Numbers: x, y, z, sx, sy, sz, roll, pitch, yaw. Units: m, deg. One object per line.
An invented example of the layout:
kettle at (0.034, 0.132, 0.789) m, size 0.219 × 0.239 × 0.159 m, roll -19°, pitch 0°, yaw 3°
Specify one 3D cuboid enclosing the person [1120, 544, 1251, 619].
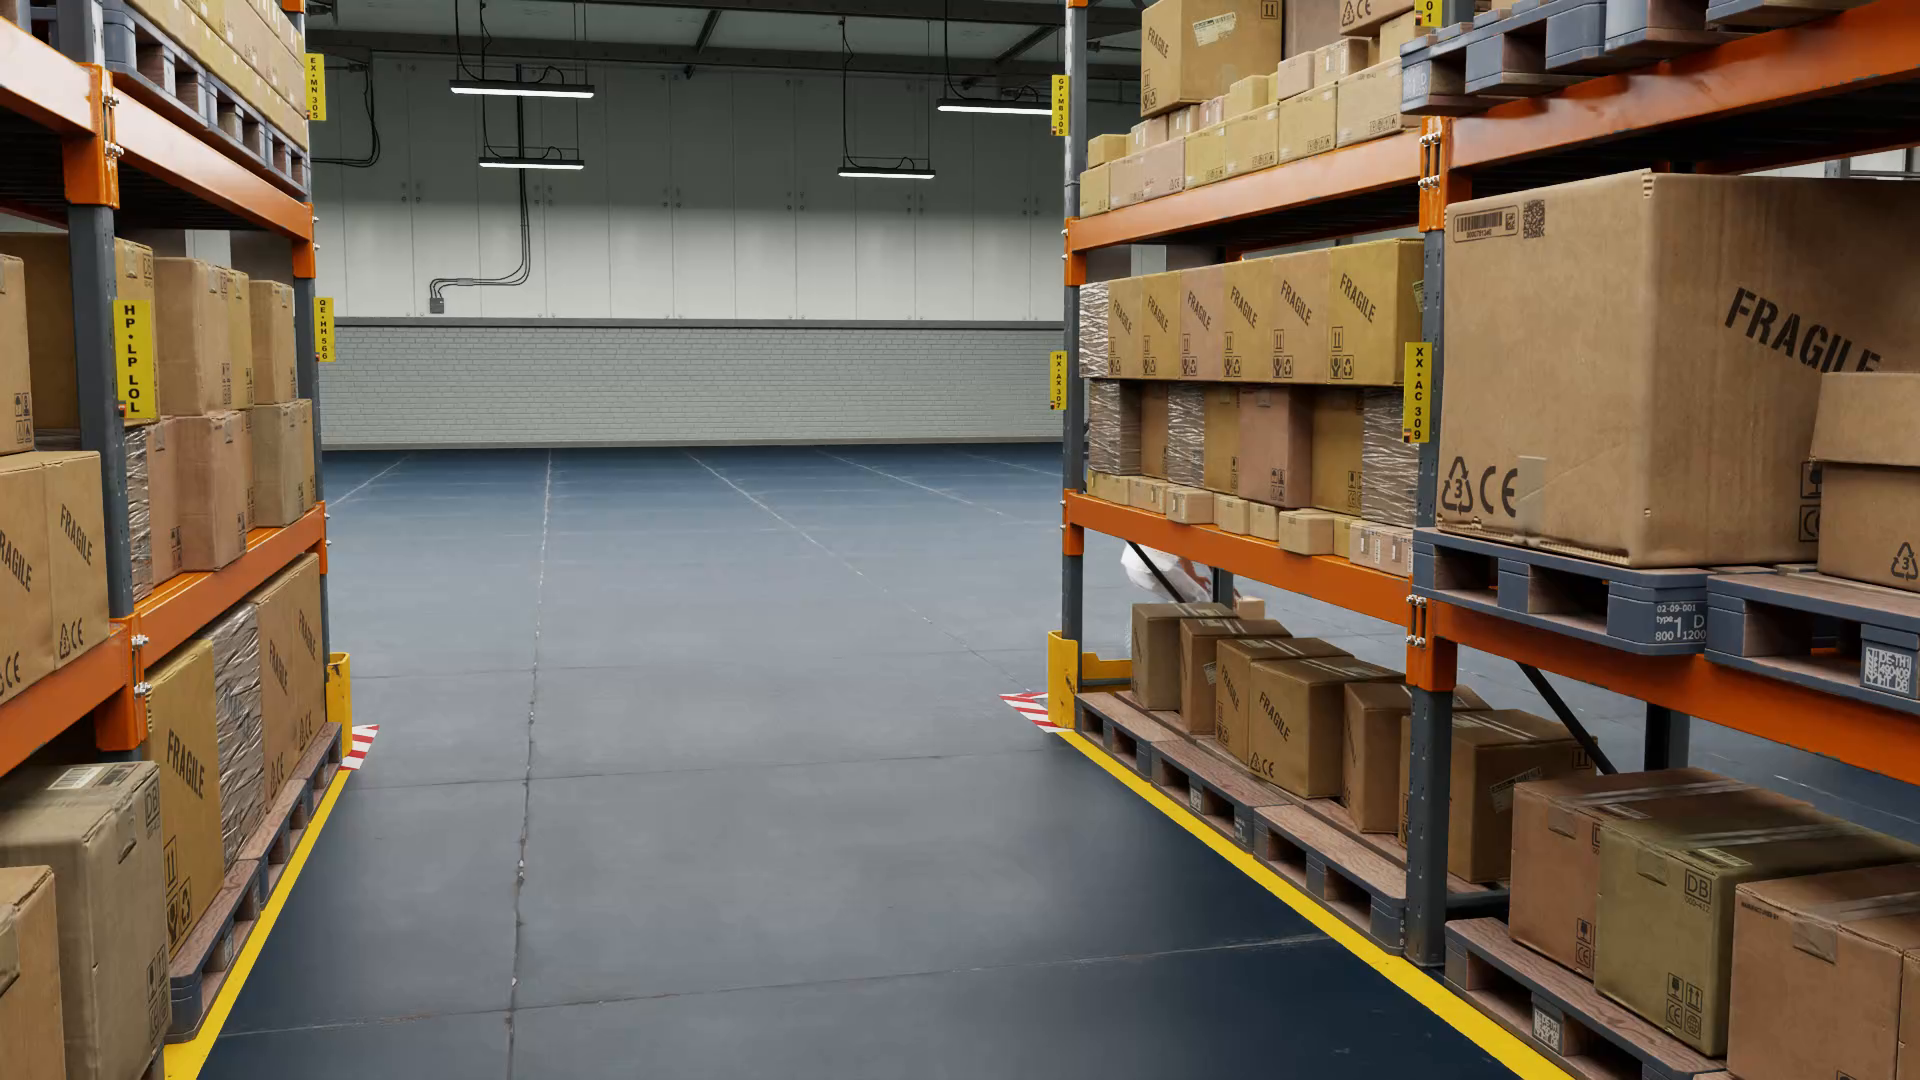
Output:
person at (1.489, 0.266, 11.142) m, size 0.844 × 1.178 × 0.616 m, roll -2°, pitch 6°, yaw -14°
